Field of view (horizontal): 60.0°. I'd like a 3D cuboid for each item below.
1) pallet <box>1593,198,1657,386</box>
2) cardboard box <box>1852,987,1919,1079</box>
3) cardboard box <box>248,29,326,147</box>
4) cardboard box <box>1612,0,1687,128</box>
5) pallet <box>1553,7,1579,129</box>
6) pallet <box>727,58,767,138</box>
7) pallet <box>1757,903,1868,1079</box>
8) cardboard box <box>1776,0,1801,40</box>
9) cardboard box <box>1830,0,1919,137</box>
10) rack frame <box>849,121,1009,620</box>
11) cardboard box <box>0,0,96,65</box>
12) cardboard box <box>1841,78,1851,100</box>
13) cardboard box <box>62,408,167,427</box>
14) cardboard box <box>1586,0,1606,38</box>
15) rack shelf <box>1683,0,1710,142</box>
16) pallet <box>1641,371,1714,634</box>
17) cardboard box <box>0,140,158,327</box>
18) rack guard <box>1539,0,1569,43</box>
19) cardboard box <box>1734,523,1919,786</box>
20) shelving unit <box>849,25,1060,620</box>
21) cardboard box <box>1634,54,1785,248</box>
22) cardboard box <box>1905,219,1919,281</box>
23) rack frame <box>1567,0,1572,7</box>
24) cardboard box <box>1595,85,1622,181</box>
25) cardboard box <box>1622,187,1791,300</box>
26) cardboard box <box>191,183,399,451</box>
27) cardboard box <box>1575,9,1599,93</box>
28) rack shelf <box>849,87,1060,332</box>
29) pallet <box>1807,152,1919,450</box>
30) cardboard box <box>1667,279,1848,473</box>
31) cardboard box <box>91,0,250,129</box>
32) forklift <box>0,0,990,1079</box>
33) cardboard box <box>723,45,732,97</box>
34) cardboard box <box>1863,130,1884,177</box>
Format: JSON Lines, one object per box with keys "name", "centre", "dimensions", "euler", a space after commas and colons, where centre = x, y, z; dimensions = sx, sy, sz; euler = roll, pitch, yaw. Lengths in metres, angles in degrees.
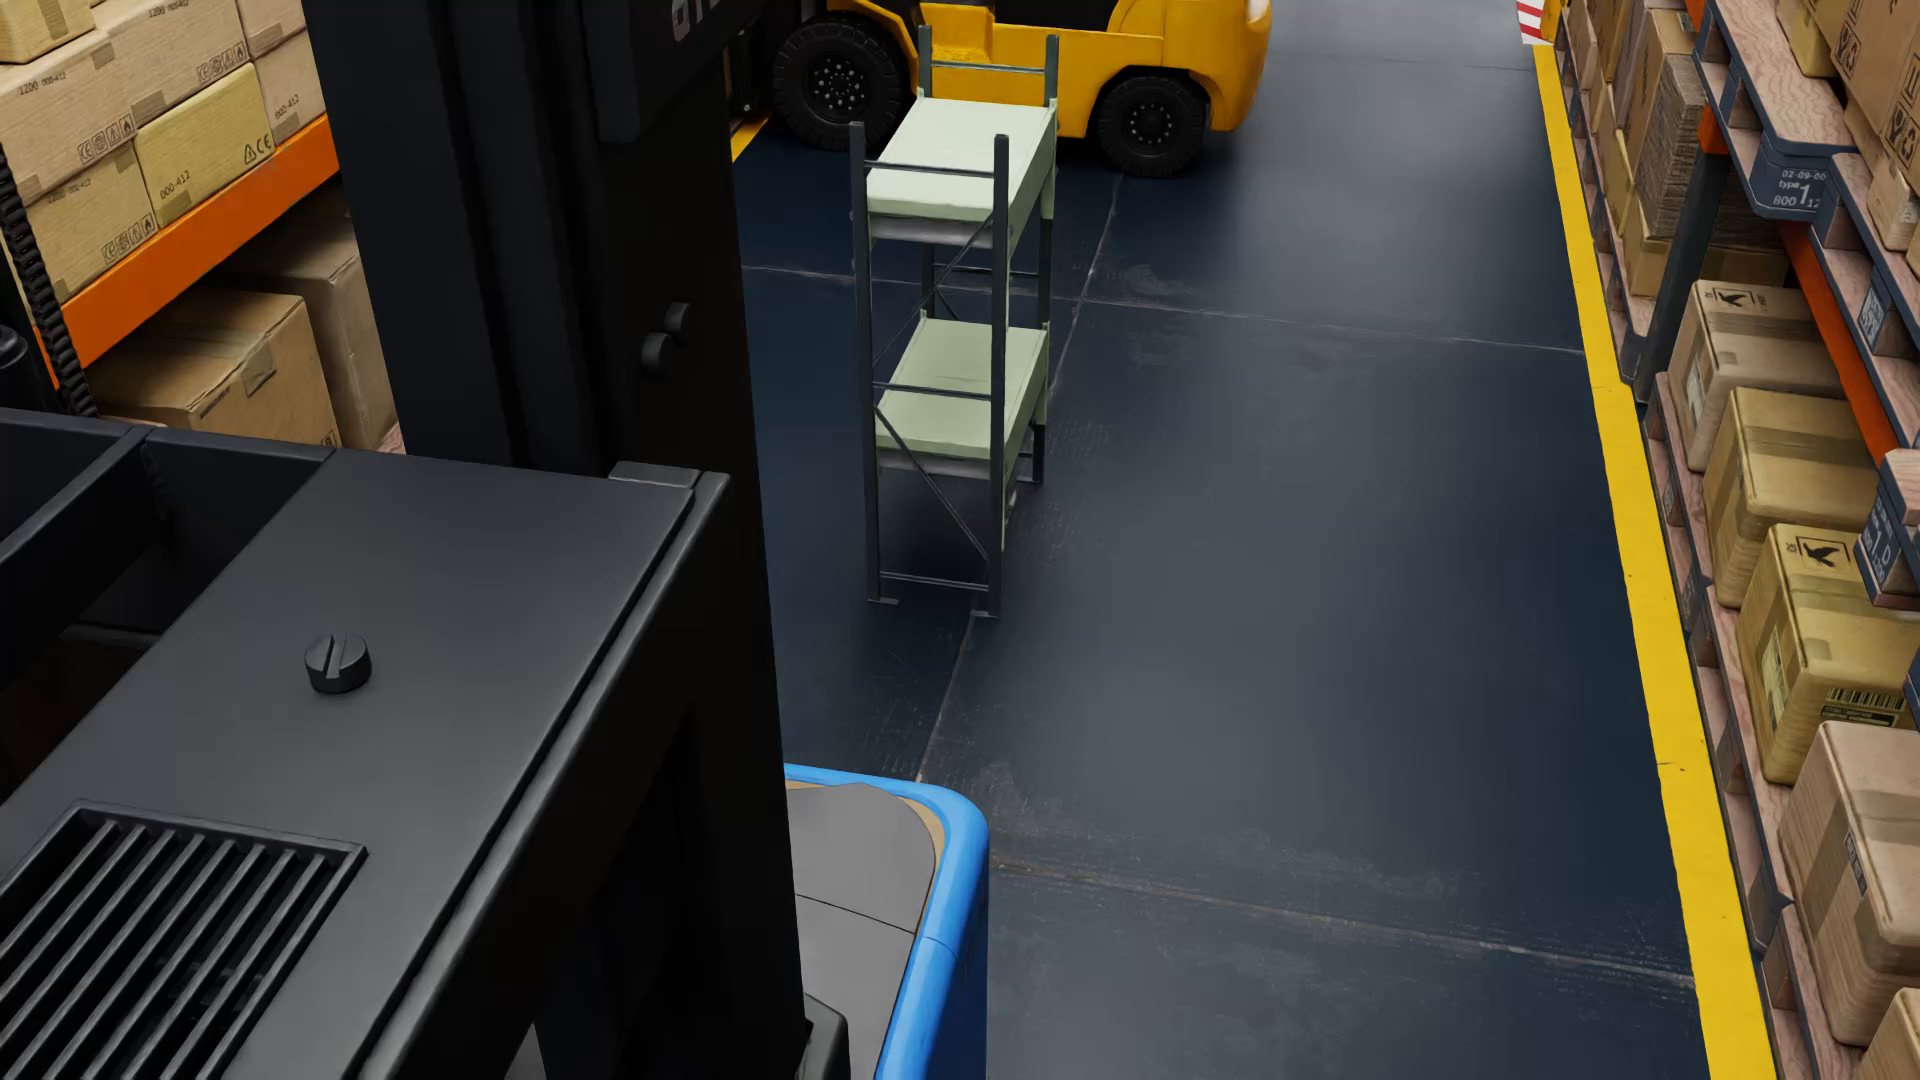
{"name": "pallet", "centre": [3.013, -0.927, 6.349], "dimensions": [1.003, 0.211, 1.213], "euler": [7, 37, 10]}
{"name": "cardboard box", "centre": [2.181, 1.198, 2.922], "dimensions": [0.950, 0.372, 0.625], "euler": [5, 36, 7]}
{"name": "cardboard box", "centre": [-2.036, -1.334, 4.663], "dimensions": [0.500, 0.250, 0.500], "euler": [8, 37, 10]}
{"name": "cardboard box", "centre": [2.983, -1.984, 6.778], "dimensions": [0.500, 0.500, 0.500], "euler": [9, 37, 12]}
{"name": "pallet", "centre": [3.535, -2.326, 8.279], "dimensions": [1.003, 0.211, 1.213], "euler": [7, 37, 10]}
{"name": "pallet", "centre": [-1.476, -2.310, 8.257], "dimensions": [1.003, 0.211, 1.213], "euler": [7, 37, 10]}
{"name": "pallet", "centre": [2.218, 1.308, 3.265], "dimensions": [1.003, 0.211, 1.213], "euler": [7, 37, 10]}
{"name": "cardboard box", "centre": [2.478, -1.457, 4.561], "dimensions": [0.380, 0.149, 0.250], "euler": [8, 37, 11]}
{"name": "cardboard box", "centre": [2.299, -1.196, 3.647], "dimensions": [0.500, 0.500, 0.500], "euler": [7, 37, 10]}
{"name": "rack frame", "centre": [-0.077, -0.401, 4.526], "dimensions": [0.400, 1.500, 0.023], "euler": [7, 37, 10]}
{"name": "cardboard box", "centre": [-2.179, -1.183, 3.689], "dimensions": [0.380, 0.149, 0.250], "euler": [8, 37, 11]}
{"name": "cardboard box", "centre": [2.430, -1.143, 4.128], "dimensions": [0.380, 0.149, 0.250], "euler": [10, 37, 13]}
{"name": "cardboard box", "centre": [-2.521, 0.067, 4.267], "dimensions": [0.875, 0.625, 0.625], "euler": [8, 37, 11]}
{"name": "cardboard box", "centre": [3.204, -2.578, 7.597], "dimensions": [0.500, 0.500, 0.500], "euler": [6, 36, 8]}
{"name": "rack shelf", "centre": [3.332, -2.522, 6.786], "dimensions": [1.077, 0.370, 4.000], "euler": [7, 37, 10]}
{"name": "pallet", "centre": [2.740, -0.091, 5.195], "dimensions": [1.003, 0.211, 1.213], "euler": [7, 37, 10]}
{"name": "cardboard box", "centre": [-2.251, -0.740, 3.843], "dimensions": [0.500, 0.250, 0.500], "euler": [6, 36, 8]}
{"name": "rack guard", "centre": [3.743, -2.904, 8.831], "dimensions": [1.175, 0.500, 0.348], "euler": [7, 37, 10]}
{"name": "cardboard box", "centre": [2.498, 0.340, 4.106], "dimensions": [0.950, 0.372, 0.625], "euler": [8, 37, 12]}
{"name": "shelving unit", "centre": [0.001, -0.611, 4.815], "dimensions": [0.431, 1.500, 0.755], "euler": [7, 37, 10]}
{"name": "cardboard box", "centre": [2.769, -1.399, 5.971], "dimensions": [0.500, 0.500, 0.500], "euler": [7, 36, 9]}
{"name": "cardboard box", "centre": [2.144, -0.557, 3.319], "dimensions": [0.380, 0.149, 0.250], "euler": [6, 36, 8]}
{"name": "rack frame", "centre": [3.759, -3.960, 8.157], "dimensions": [1.000, 3.000, 0.127], "euler": [7, 37, 10]}
{"name": "cardboard box", "centre": [2.985, -1.693, 7.015], "dimensions": [0.500, 0.250, 0.500], "euler": [8, 37, 11]}
{"name": "cardboard box", "centre": [2.768, -1.096, 6.191], "dimensions": [0.500, 0.250, 0.500], "euler": [9, 37, 12]}
{"name": "cardboard box", "centre": [-2.219, -0.750, 5.395], "dimensions": [0.875, 0.625, 0.625], "euler": [7, 37, 9]}
{"name": "cardboard box", "centre": [3.200, -2.297, 7.848], "dimensions": [0.500, 0.250, 0.500], "euler": [9, 37, 12]}
{"name": "rack shelf", "centre": [0.001, -0.927, 4.586], "dimensions": [0.431, 0.370, 0.720], "euler": [7, 37, 10]}
{"name": "pallet", "centre": [2.433, -0.435, 3.458], "dimensions": [1.003, 0.211, 1.213], "euler": [7, 37, 10]}
{"name": "cardboard box", "centre": [2.795, -0.471, 5.226], "dimensions": [0.950, 0.372, 0.625], "euler": [8, 37, 11]}
{"name": "cardboard box", "centre": [-2.144, -1.239, 4.106], "dimensions": [0.500, 0.250, 0.500], "euler": [8, 37, 11]}
{"name": "forklift", "centre": [-0.738, 0.899, 1.512], "dimensions": [1.130, 2.935, 3.031], "euler": [7, 37, 9]}
{"name": "cardboard box", "centre": [-1.331, -2.168, 7.671], "dimensions": [0.500, 0.250, 0.500], "euler": [8, 37, 11]}
{"name": "cardboard box", "centre": [2.280, -0.860, 3.736], "dimensions": [0.380, 0.149, 0.250], "euler": [8, 37, 10]}
